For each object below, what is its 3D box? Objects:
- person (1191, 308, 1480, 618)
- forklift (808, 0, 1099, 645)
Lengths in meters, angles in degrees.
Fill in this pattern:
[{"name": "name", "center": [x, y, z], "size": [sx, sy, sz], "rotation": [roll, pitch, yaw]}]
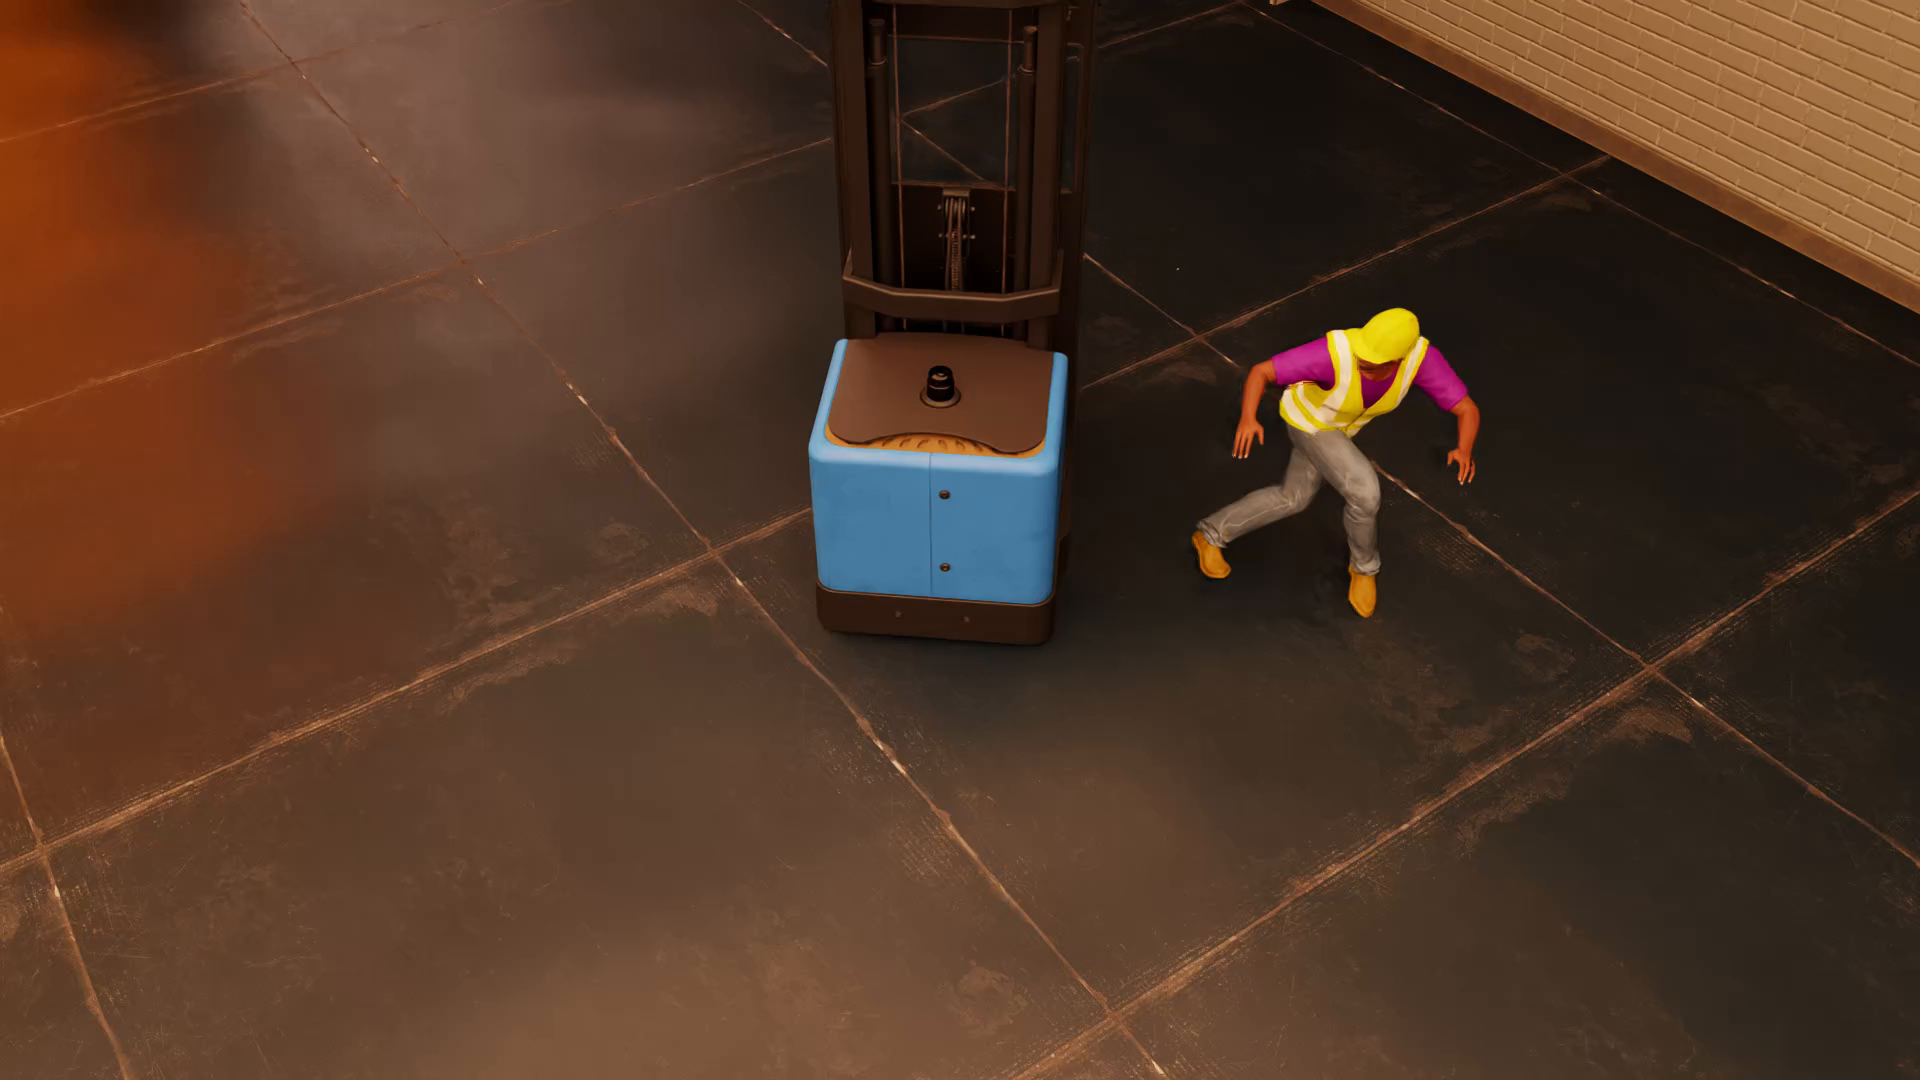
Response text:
[{"name": "person", "center": [1.615, -0.316, 7.108], "size": [1.012, 1.531, 1.039], "rotation": [-22, 47, -22]}, {"name": "forklift", "center": [0.035, -1.615, 7.468], "size": [1.130, 2.935, 3.031], "rotation": [4, 43, 4]}]
